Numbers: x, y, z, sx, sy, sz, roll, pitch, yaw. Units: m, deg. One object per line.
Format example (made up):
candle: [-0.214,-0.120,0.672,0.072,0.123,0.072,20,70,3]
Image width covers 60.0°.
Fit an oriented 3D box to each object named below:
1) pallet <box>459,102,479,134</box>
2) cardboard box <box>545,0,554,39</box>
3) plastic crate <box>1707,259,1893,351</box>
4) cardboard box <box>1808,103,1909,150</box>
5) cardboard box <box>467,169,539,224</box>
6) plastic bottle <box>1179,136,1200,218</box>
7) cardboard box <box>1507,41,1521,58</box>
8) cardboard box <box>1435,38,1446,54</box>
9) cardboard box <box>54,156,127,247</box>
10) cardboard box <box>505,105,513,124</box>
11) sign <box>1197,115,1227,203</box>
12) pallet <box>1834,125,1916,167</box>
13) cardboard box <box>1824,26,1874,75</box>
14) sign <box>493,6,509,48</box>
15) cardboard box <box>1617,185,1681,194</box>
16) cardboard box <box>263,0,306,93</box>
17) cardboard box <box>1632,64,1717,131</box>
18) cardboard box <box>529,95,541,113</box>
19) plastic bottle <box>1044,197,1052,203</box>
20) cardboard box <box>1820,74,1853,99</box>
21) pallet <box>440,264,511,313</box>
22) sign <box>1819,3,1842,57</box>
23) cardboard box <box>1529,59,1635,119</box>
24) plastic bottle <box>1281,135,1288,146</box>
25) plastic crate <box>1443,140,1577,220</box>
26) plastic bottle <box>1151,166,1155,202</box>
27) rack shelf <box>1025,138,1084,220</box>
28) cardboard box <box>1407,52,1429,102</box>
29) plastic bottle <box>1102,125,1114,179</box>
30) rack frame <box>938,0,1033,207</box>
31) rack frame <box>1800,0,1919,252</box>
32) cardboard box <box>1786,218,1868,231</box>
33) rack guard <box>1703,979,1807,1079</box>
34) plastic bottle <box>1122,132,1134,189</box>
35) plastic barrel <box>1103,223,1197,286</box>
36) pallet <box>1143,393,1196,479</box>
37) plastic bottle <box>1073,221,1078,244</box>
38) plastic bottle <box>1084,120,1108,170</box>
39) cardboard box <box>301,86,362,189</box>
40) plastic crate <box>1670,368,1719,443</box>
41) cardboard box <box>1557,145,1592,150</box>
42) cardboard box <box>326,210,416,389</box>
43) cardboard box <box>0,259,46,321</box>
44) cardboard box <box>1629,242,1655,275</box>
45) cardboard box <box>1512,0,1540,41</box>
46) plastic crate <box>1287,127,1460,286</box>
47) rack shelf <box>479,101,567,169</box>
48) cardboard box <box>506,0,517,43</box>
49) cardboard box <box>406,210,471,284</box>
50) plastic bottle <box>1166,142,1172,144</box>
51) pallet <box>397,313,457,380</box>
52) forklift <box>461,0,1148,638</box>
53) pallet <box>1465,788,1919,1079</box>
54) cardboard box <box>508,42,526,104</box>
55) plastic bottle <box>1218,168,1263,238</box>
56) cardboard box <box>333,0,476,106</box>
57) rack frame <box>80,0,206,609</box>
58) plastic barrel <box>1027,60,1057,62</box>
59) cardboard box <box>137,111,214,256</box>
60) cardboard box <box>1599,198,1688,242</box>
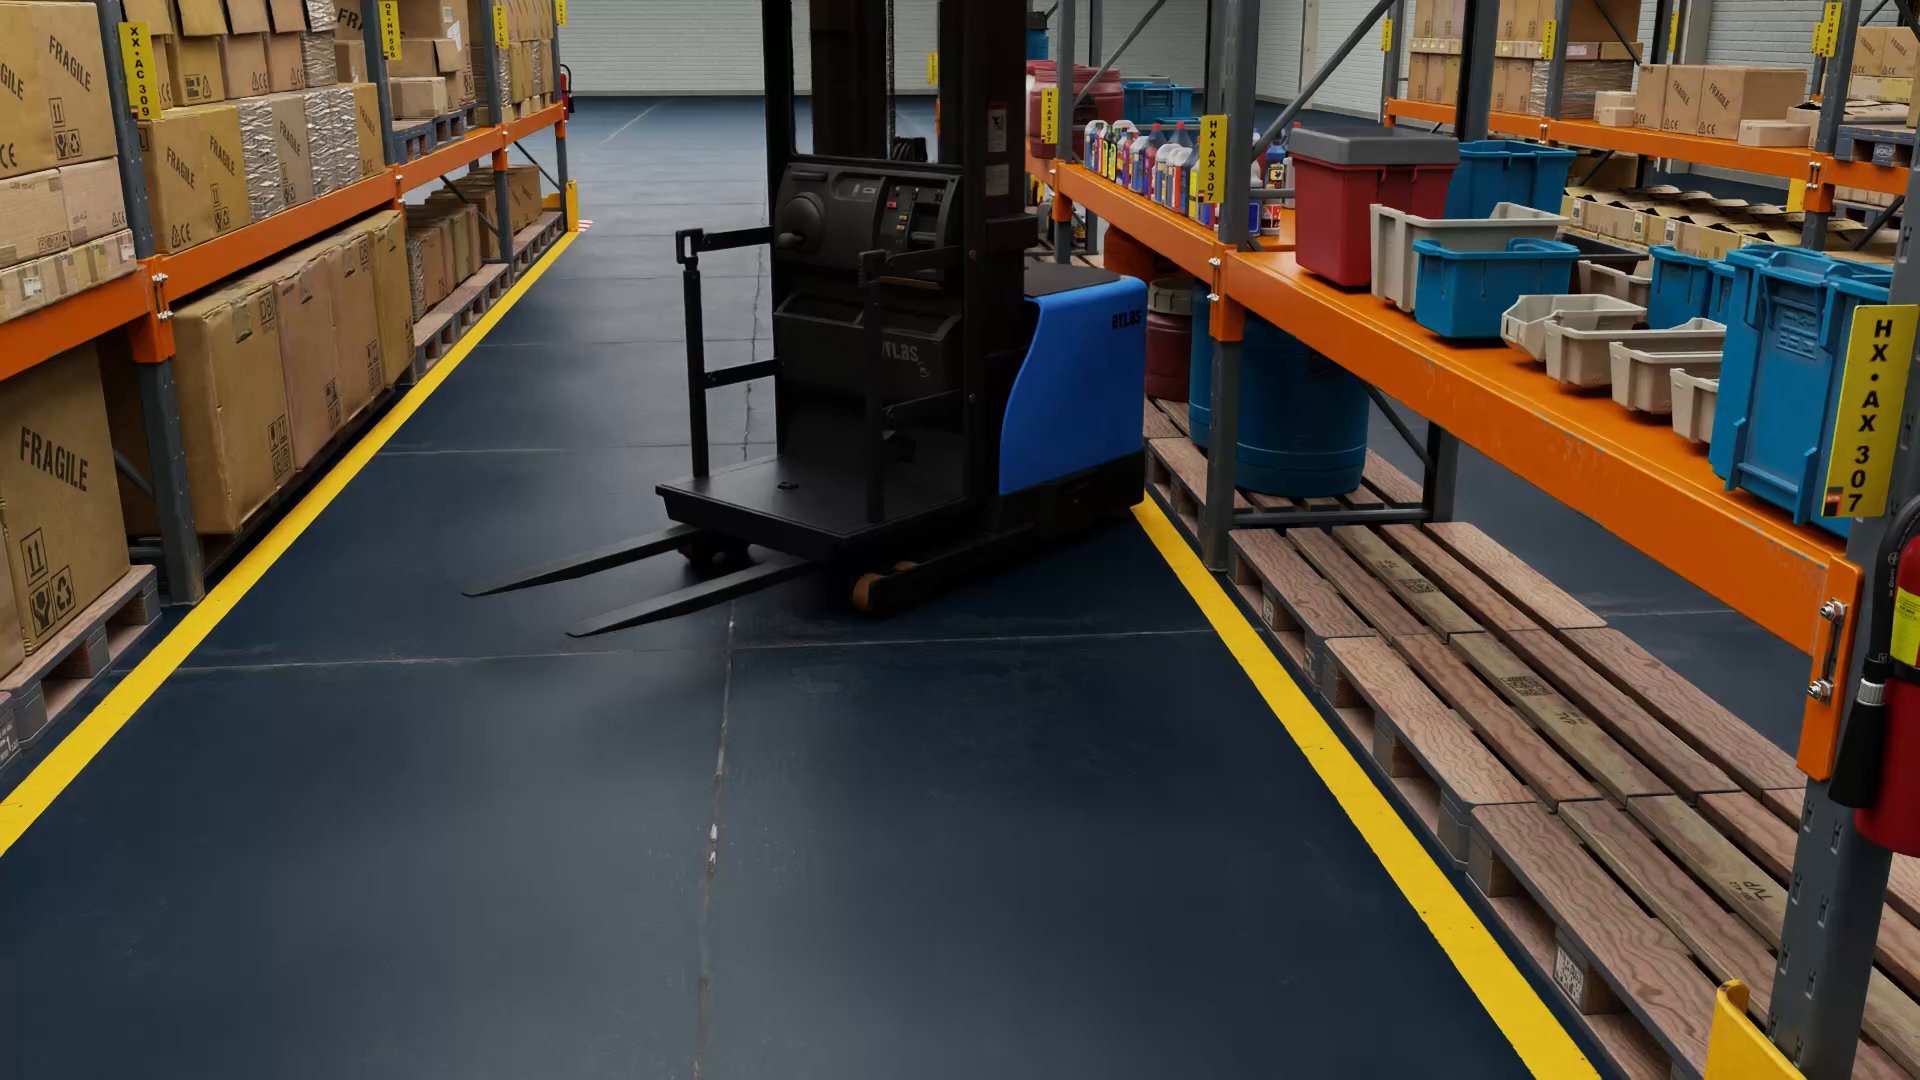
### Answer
pallet: [-4.314,-3.234,12.789,1.003,0.211,1.213,-2,18,-6]
cardboard box: [-4.358,-5.260,16.589,0.500,0.500,0.500,-2,18,-6]
plastic crate: [2.082,-0.560,4.132,0.416,0.233,0.300,-2,18,-6]
cardboard box: [6.024,-2.738,11.038,0.500,0.311,0.500,-1,17,-2]
cardboard box: [-4.517,-3.393,16.450,0.500,0.500,0.500,3,18,9]
plastic bottle: [1.064,-1.622,7.419,0.144,0.351,0.185,-2,18,-6]
cardboard box: [5.284,-4.524,15.329,0.380,0.149,0.250,-2,18,-6]
cardboard box: [5.098,-5.059,17.035,0.380,0.149,0.250,-2,18,-6]
cardboard box: [-3.116,-1.121,5.493,0.500,0.250,0.500,-2,18,-7]
cardboard box: [-3.984,-3.586,14.010,0.380,0.149,0.250,-2,18,-6]
sign: [0.956,-1.443,6.302,0.100,0.325,0.005,-2,18,-6]
pallet: [6.158,-2.379,10.068,1.213,0.211,1.003,-2,18,-6]
cardboard box: [9.870,-5.352,18.183,0.500,0.500,0.500,-2,18,-6]
sign: [-3.696,-4.128,13.385,0.100,0.325,0.005,-2,18,-6]
cardboard box: [5.933,-2.907,14.380,0.500,0.311,0.500,-2,18,-6]
cardboard box: [-3.712,-2.479,8.225,0.797,0.503,0.637,-1,17,-4]
cardboard box: [5.723,-3.524,13.226,0.500,0.500,0.500,-1,17,-2]
cardboard box: [-4.167,-4.107,15.671,0.380,0.149,0.250,-2,18,-6]
plastic bottle: [0.890,-3.203,16.184,0.152,0.276,0.135,-2,18,-5]
cardboard box: [9.855,-4.991,18.284,0.500,0.250,0.500,-2,18,-7]
pallet: [-4.166,-1.995,13.179,1.003,0.211,1.213,-2,18,-6]
sign: [5.467,-3.205,10.444,0.100,0.325,0.005,-2,18,-6]
cardboard box: [5.554,-4.042,14.877,0.700,0.500,0.500,-2,18,-7]
plastic bottle: [1.647,-1.918,8.475,0.061,0.283,0.133,-2,18,-6]
plastic crate: [1.891,-1.219,5.980,0.392,0.384,0.575,-2,18,-6]
plastic bottle: [0.975,-1.742,8.048,0.097,0.201,0.097,0,17,0]
rack shelf: [0.885,-2.771,12.198,1.077,0.370,4.000,-2,18,-6]
cardboard box: [5.229,-4.962,17.808,0.700,0.500,0.500,-2,18,-6]
plastic bottle: [0.830,-2.145,9.196,0.061,0.283,0.133,-2,18,-6]
rack frame: [0.266,-4.902,17.784,1.000,3.000,0.127,-2,18,-6]
rack frame: [6.018,-2.671,10.676,1.000,3.000,0.127,-2,18,-6]
cardboard box: [6.194,-2.148,11.964,0.500,0.311,0.500,-2,18,-7]
rack guard: [1.932,1.064,2.953,1.175,0.500,0.348,-2,18,-6]
plastic bottle: [0.888,-1.978,8.666,0.061,0.283,0.133,-2,18,-6]
plastic barrel: [1.159,-1.538,9.991,0.600,0.830,0.708,-2,18,-6]
pallet: [1.337,-0.592,8.710,1.003,0.211,1.213,-2,18,-6]
plastic bottle: [1.061,-2.754,14.880,0.097,0.201,0.097,0,17,0]
plastic bottle: [0.814,-2.321,9.768,0.152,0.276,0.135,-2,18,-6]
cardboard box: [-3.492,-2.125,8.772,0.500,0.500,0.500,-2,18,-6]
plastic crate: [1.652,-0.275,3.386,0.396,0.136,0.243,-2,18,-6]
cardboard box: [5.766,-3.554,16.128,0.500,0.500,0.500,-2,18,-6]
cardboard box: [-3.785,-1.346,9.303,1.225,0.875,0.875,-3,18,-8]
cardboard box: [-2.986,-0.744,4.957,0.380,0.149,0.250,-1,17,-5]
cardboard box: [5.560,-2.165,12.954,0.500,0.250,0.500,-1,17,-5]
cardboard box: [5.500,-4.811,15.162,0.700,0.500,0.500,-2,18,-6]
plastic crate: [1.346,-1.112,5.505,0.402,0.464,0.583,-2,18,-6]
rack shelf: [-4.454,-3.810,15.506,1.077,0.370,4.000,-2,18,-6]
cardboard box: [-4.095,-4.515,14.217,0.500,0.500,0.500,-2,18,-6]
cardboard box: [-4.176,-2.248,12.770,0.700,0.500,0.500,-2,18,-6]
plastic bottle: [1.022,-1.817,8.170,0.097,0.271,0.097,0,17,0]
pallet: [-3.915,-1.268,10.864,1.003,0.211,1.213,-2,18,-6]
forklift: [-0.513,-1.279,6.357,1.130,2.935,3.031,15,23,39]
pallet: [1.870,0.948,3.804,1.003,0.211,1.213,-2,18,-6]
cardboard box: [-4.249,-4.033,14.352,0.875,0.500,0.500,-2,18,-6]
plastic bottle: [1.141,-1.375,6.757,0.152,0.276,0.135,-2,18,-6]
cardboard box: [-4.305,-3.803,12.580,1.000,1.000,1.000,-2,18,-5]
rack frame: [-3.423,-1.174,5.908,1.000,3.000,0.127,-2,18,-6]
plastic barrel: [0.559,-3.483,13.038,0.433,0.535,0.433,0,17,0]
cardboard box: [-3.222,-1.366,6.355,0.500,0.500,0.500,-2,18,-5]
cardboard box: [5.502,-2.584,13.353,0.500,0.311,0.500,-2,18,-7]
